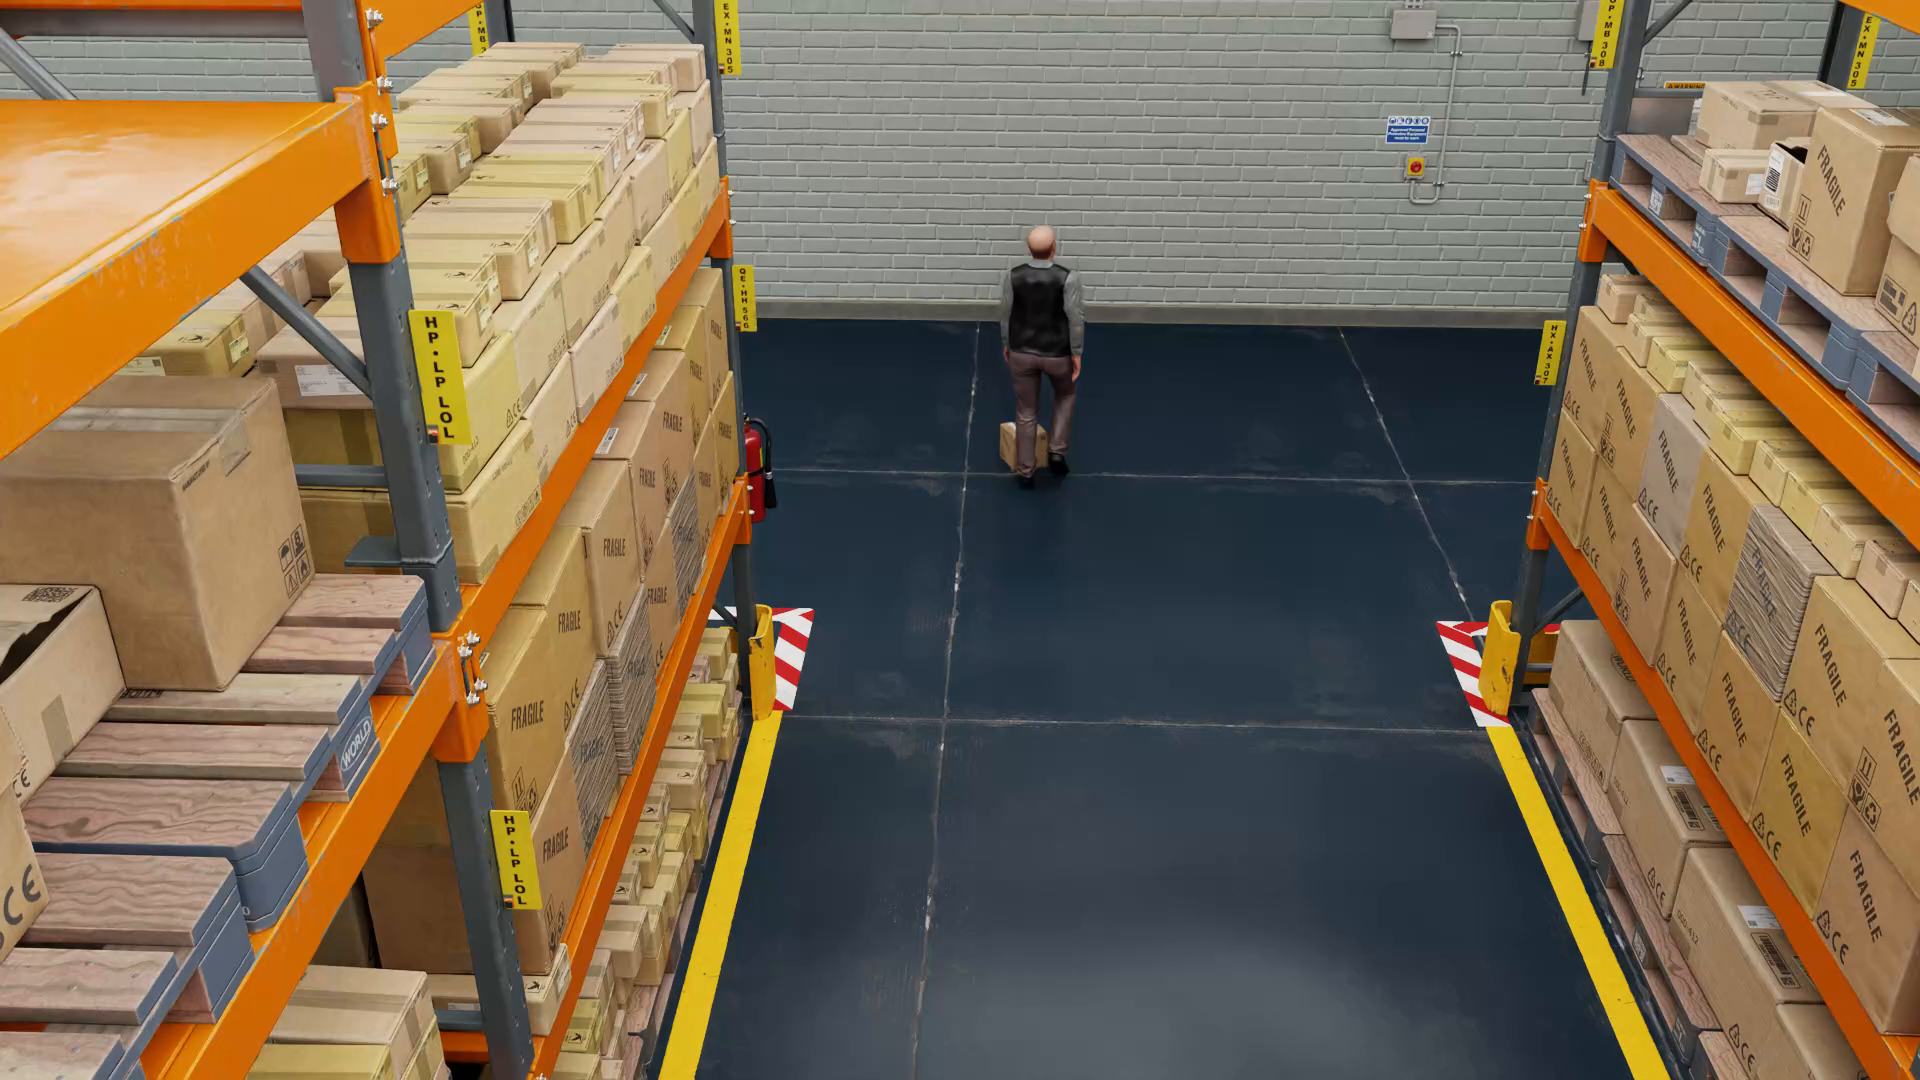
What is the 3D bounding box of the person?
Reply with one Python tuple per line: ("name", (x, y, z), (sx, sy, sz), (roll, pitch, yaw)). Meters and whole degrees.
("person", (0.536, -1.200, 10.922), (0.567, 1.759, 0.541), (5, 28, 10))
